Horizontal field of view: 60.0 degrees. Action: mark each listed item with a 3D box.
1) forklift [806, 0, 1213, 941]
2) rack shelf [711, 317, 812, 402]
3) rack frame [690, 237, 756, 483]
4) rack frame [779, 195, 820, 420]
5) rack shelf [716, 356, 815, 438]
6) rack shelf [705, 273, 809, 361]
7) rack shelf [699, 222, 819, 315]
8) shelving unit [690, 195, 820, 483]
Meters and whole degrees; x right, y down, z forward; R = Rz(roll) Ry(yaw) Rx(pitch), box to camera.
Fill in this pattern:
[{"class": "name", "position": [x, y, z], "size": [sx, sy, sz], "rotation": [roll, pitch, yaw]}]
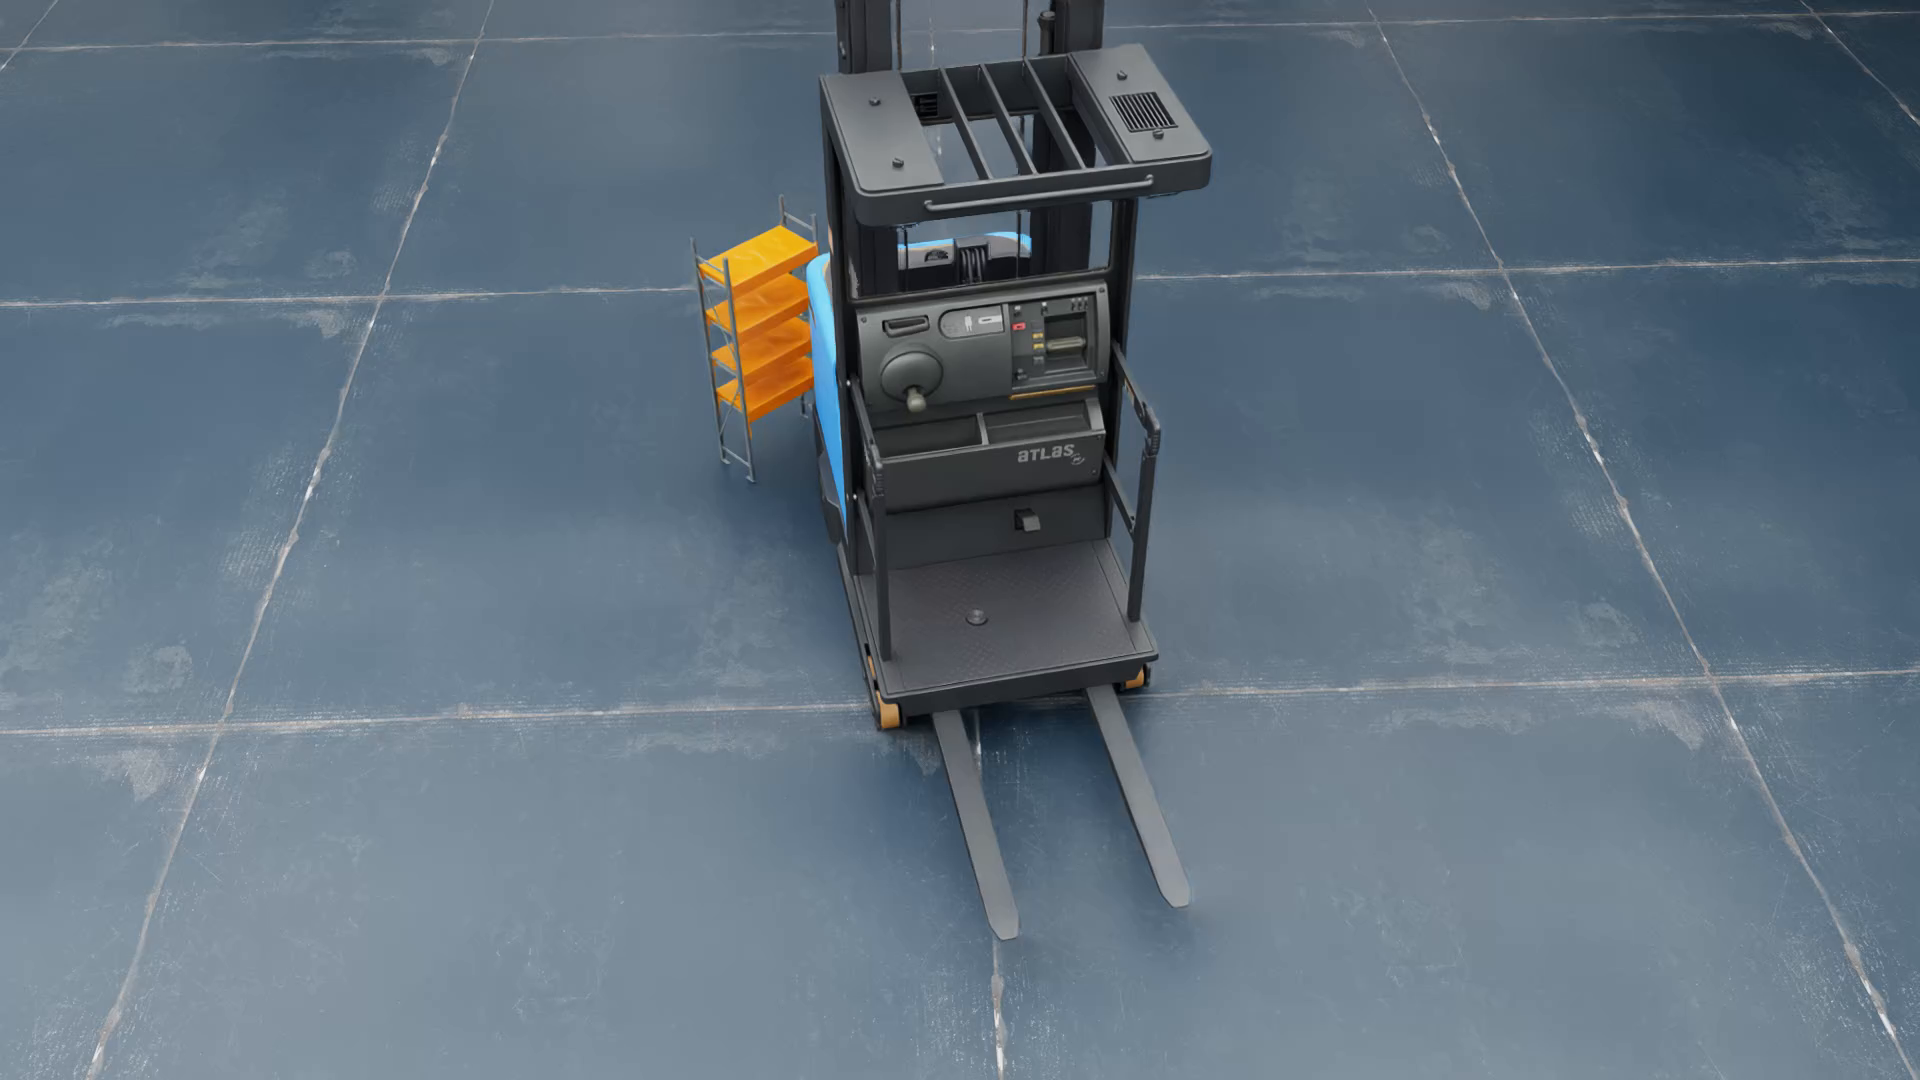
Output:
[{"class": "forklift", "position": [0.140, -0.615, 5.901], "size": [1.130, 2.935, 3.031], "rotation": [-8, 43, -9]}, {"class": "rack shelf", "position": [-0.867, -0.837, 7.520], "size": [0.480, 0.148, 0.258], "rotation": [-34, 51, -31]}, {"class": "rack frame", "position": [-1.042, -0.771, 7.349], "size": [0.015, 1.200, 0.240], "rotation": [-34, 51, -31]}, {"class": "rack frame", "position": [-0.694, -1.003, 7.601], "size": [0.015, 1.200, 0.240], "rotation": [-34, 51, -31]}, {"class": "rack shelf", "position": [-0.864, -0.688, 7.651], "size": [0.480, 0.148, 0.258], "rotation": [-34, 51, -31]}, {"class": "rack shelf", "position": [-0.871, -1.004, 7.371], "size": [0.480, 0.148, 0.258], "rotation": [-34, 51, -31]}, {"class": "rack shelf", "position": [-0.874, -1.181, 7.214], "size": [0.480, 0.148, 0.258], "rotation": [-34, 51, -31]}, {"class": "shelving unit", "position": [-0.868, -0.887, 7.475], "size": [0.503, 1.200, 0.258], "rotation": [-34, 51, -31]}]
